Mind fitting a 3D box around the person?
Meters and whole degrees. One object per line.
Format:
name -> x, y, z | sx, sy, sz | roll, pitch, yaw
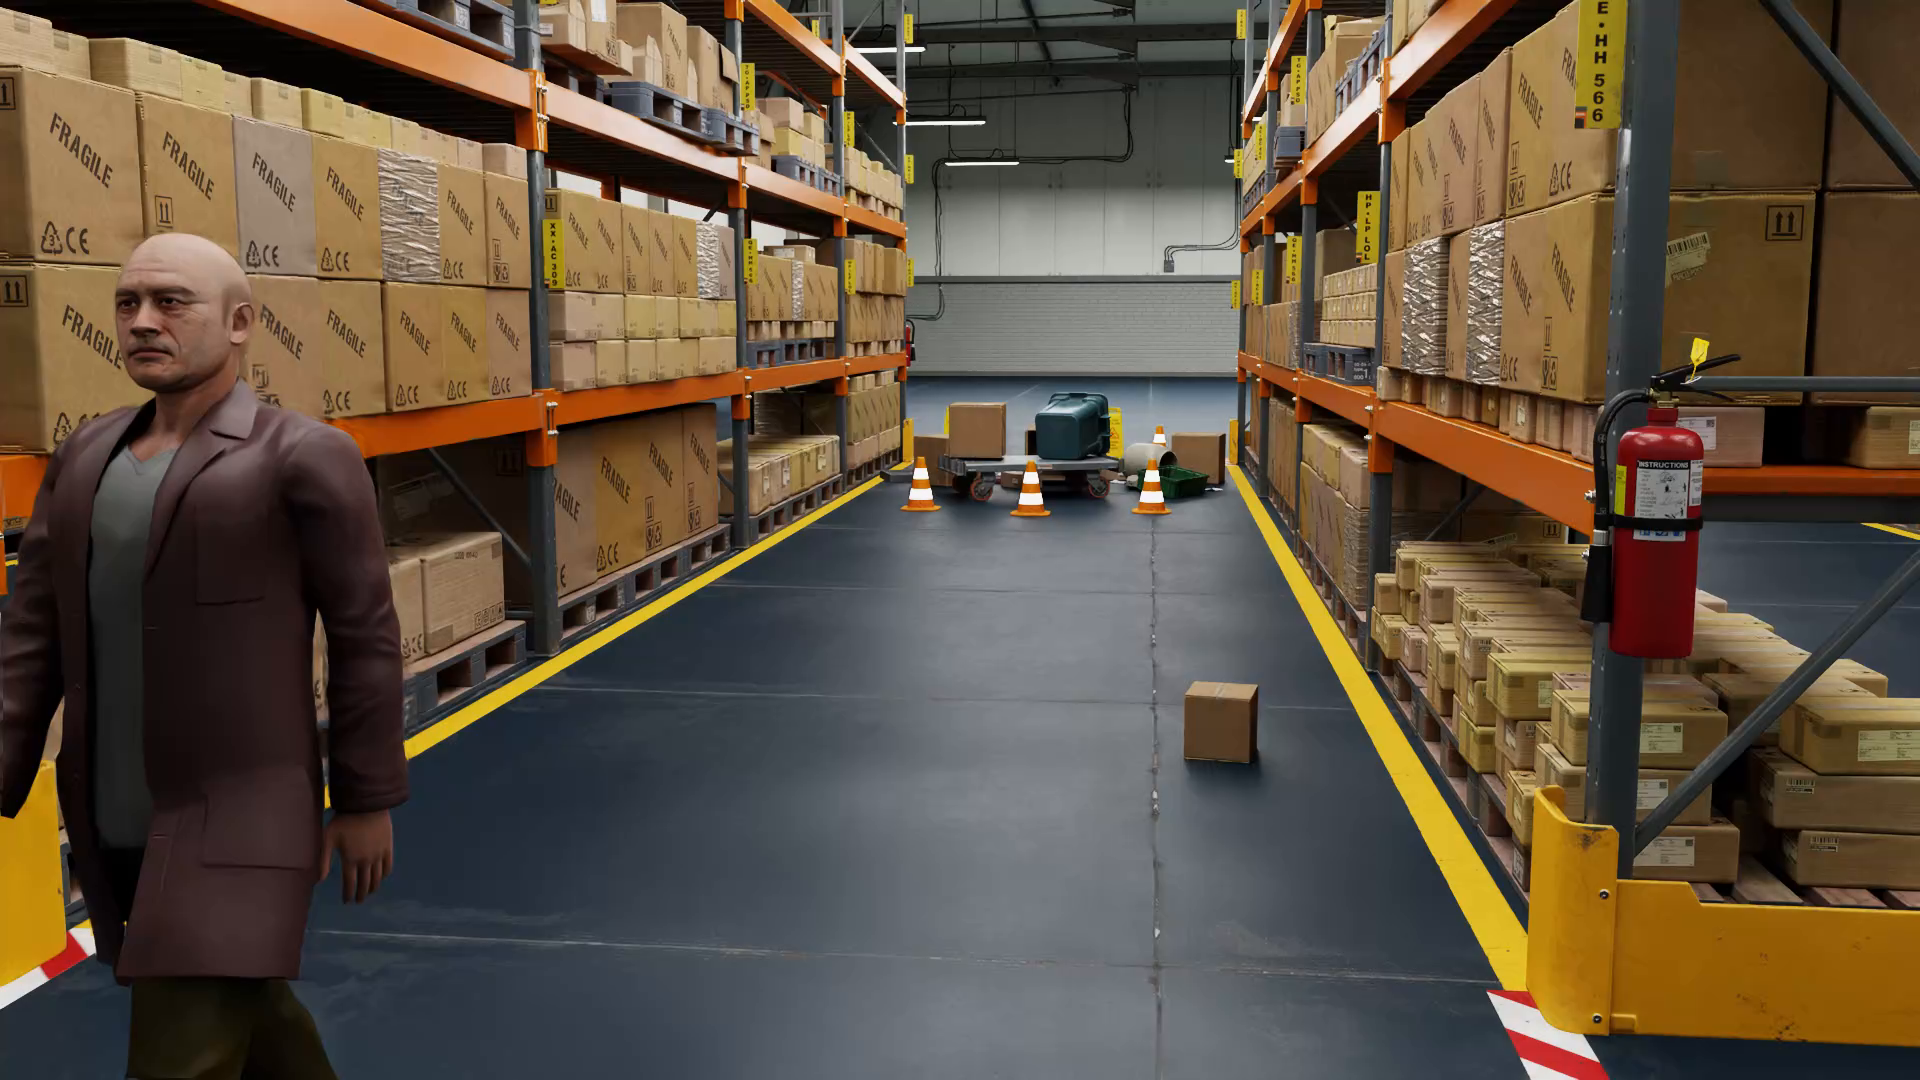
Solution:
person -> -1.216, 0.432, 2.463 | 0.571, 1.760, 0.965 | 3, 8, 21
